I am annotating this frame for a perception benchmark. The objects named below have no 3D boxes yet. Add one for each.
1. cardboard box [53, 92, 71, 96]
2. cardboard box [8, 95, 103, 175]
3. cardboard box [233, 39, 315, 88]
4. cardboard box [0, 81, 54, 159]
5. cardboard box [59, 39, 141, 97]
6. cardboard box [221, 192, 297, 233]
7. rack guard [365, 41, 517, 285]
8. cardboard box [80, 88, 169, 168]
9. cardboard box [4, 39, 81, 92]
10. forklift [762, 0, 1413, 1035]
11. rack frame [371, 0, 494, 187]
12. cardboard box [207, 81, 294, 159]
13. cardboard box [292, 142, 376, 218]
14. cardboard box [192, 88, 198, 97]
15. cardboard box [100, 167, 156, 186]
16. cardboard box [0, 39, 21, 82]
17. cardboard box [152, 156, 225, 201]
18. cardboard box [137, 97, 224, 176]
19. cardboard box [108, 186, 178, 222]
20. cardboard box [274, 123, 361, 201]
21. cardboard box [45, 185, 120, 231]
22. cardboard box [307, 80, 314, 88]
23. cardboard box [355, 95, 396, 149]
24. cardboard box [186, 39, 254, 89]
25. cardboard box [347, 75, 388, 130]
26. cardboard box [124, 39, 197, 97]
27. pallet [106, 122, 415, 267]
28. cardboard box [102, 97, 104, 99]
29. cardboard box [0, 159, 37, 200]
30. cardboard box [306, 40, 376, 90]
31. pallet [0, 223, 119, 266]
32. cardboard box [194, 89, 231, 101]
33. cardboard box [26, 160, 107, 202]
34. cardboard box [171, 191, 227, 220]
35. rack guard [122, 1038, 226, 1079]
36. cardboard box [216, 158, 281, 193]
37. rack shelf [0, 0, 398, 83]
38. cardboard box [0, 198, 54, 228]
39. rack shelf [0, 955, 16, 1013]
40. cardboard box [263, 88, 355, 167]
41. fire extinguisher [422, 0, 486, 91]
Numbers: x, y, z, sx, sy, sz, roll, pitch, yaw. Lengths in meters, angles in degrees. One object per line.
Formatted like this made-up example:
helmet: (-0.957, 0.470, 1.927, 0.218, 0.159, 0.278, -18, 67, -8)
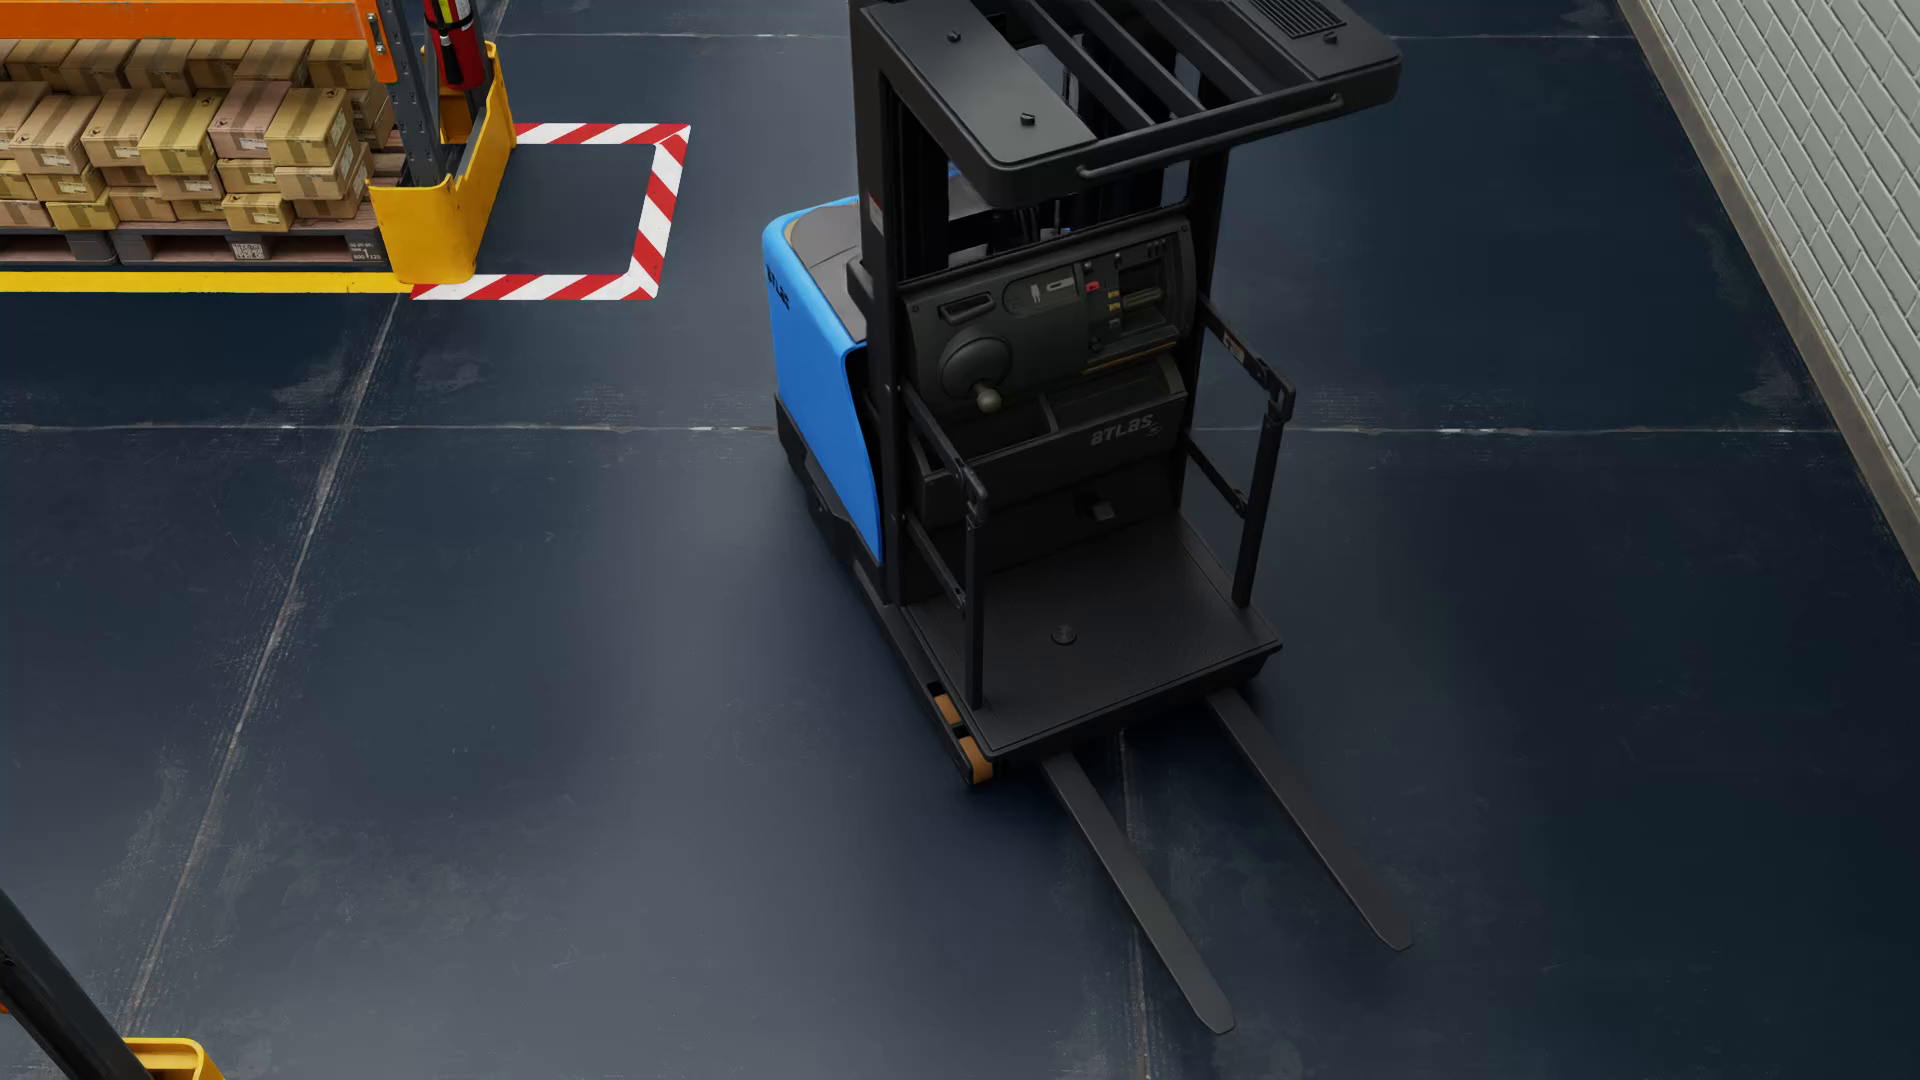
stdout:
cardboard box: (-4.077, -1.994, 7.514, 0.250, 0.149, 0.380, 2, 47, 2)
cardboard box: (-3.810, -1.720, 7.056, 0.250, 0.149, 0.380, 2, 47, 2)
cardboard box: (-3.041, -2.109, 7.418, 0.250, 0.149, 0.380, 1, 47, 1)
cardboard box: (-4.073, -1.802, 7.132, 0.250, 0.149, 0.380, -1, 47, -1)
cardboard box: (-3.818, -2.151, 7.458, 0.250, 0.149, 0.380, 2, 47, 2)
cardboard box: (-3.027, -1.519, 7.275, 0.250, 0.149, 0.380, 1, 47, 1)
rack guard: (-2.318, -1.720, 7.510, 0.348, 0.500, 1.175, 0, 47, 0)
cardboard box: (-3.541, -1.760, 7.093, 0.250, 0.149, 0.380, -2, 47, -1)
cardboard box: (-4.081, -2.186, 7.489, 0.250, 0.149, 0.380, 1, 47, 1)
forklift: (0.375, -0.565, 4.774, 1.130, 2.935, 3.031, -19, 50, -17)
rack frame: (-2.242, -2.572, 6.595, 0.127, 3.000, 1.000, 0, 47, 0)
cardboard box: (-3.023, -1.805, 7.135, 0.250, 0.149, 0.380, 1, 47, 1)
cardboard box: (-2.769, -1.592, 7.344, 0.250, 0.149, 0.380, 1, 47, 1)
cardboard box: (-3.540, -2.092, 7.606, 0.250, 0.149, 0.380, 1, 47, 1)
cardboard box: (-3.559, -1.714, 7.253, 0.250, 0.149, 0.380, 0, 47, 0)
cardboard box: (-4.332, -2.116, 7.425, 0.250, 0.149, 0.380, 0, 47, 0)
cardboard box: (-3.290, -1.638, 7.183, 0.250, 0.149, 0.380, -2, 47, -1)
cardboard box: (-3.283, -1.713, 7.049, 0.250, 0.149, 0.380, -1, 47, -1)
cardboard box: (-3.537, -1.574, 7.326, 0.250, 0.149, 0.380, 1, 47, 1)
cardboard box: (-2.771, -1.637, 7.182, 0.250, 0.149, 0.380, -1, 47, -1)
cardboard box: (-3.793, -1.529, 7.284, 0.250, 0.149, 0.380, -2, 47, -2)
cardboard box: (-3.038, -2.076, 7.591, 0.250, 0.149, 0.380, 0, 47, 0)
cardboard box: (-2.765, -1.979, 7.704, 0.250, 0.149, 0.380, 1, 47, 1)
cardboard box: (-3.292, -2.204, 7.506, 0.250, 0.149, 0.380, 0, 47, 0)
cardboard box: (-2.765, -2.034, 7.552, 0.250, 0.149, 0.380, 2, 47, 2)
cardboard box: (-3.540, -2.144, 7.450, 0.250, 0.149, 0.380, -2, 47, -2)
pallet: (-3.130, -1.650, 7.642, 1.213, 0.211, 1.003, 0, 47, 0)
cardboard box: (-3.805, -2.024, 7.542, 0.250, 0.149, 0.380, -2, 47, -2)
cardboard box: (-4.065, -1.644, 7.188, 0.250, 0.149, 0.380, 2, 47, 2)
cardboard box: (-2.765, -2.196, 7.499, 0.250, 0.149, 0.380, -2, 47, -2)
pallet: (-4.347, -1.656, 7.647, 1.213, 0.211, 1.003, 0, 47, 0)
cardboard box: (-3.284, -2.012, 7.531, 0.250, 0.149, 0.380, 1, 47, 1)
cardboard box: (-3.808, -1.630, 7.175, 0.250, 0.149, 0.380, 1, 47, 1)
cardboard box: (-3.290, -1.583, 7.335, 0.250, 0.149, 0.380, 0, 47, 0)
rack guard: (-2.135, 1.903, 4.137, 0.348, 0.500, 1.175, 0, 47, 0)
cardboard box: (-3.032, -1.678, 7.220, 0.250, 0.149, 0.380, -1, 47, -1)
rack shelf: (-4.242, -2.332, 6.863, 4.000, 0.370, 1.077, 0, 47, 0)
cardboard box: (-4.066, -1.544, 7.299, 0.250, 0.149, 0.380, 1, 47, 1)
rack shelf: (-4.159, 1.291, 3.490, 4.000, 0.370, 1.077, 0, 47, 0)
cardboard box: (-2.772, -1.762, 7.095, 0.250, 0.149, 0.380, 1, 47, 1)
fire extinguisher: (-1.992, -2.080, 6.444, 0.183, 0.674, 0.296, 0, 47, 0)
